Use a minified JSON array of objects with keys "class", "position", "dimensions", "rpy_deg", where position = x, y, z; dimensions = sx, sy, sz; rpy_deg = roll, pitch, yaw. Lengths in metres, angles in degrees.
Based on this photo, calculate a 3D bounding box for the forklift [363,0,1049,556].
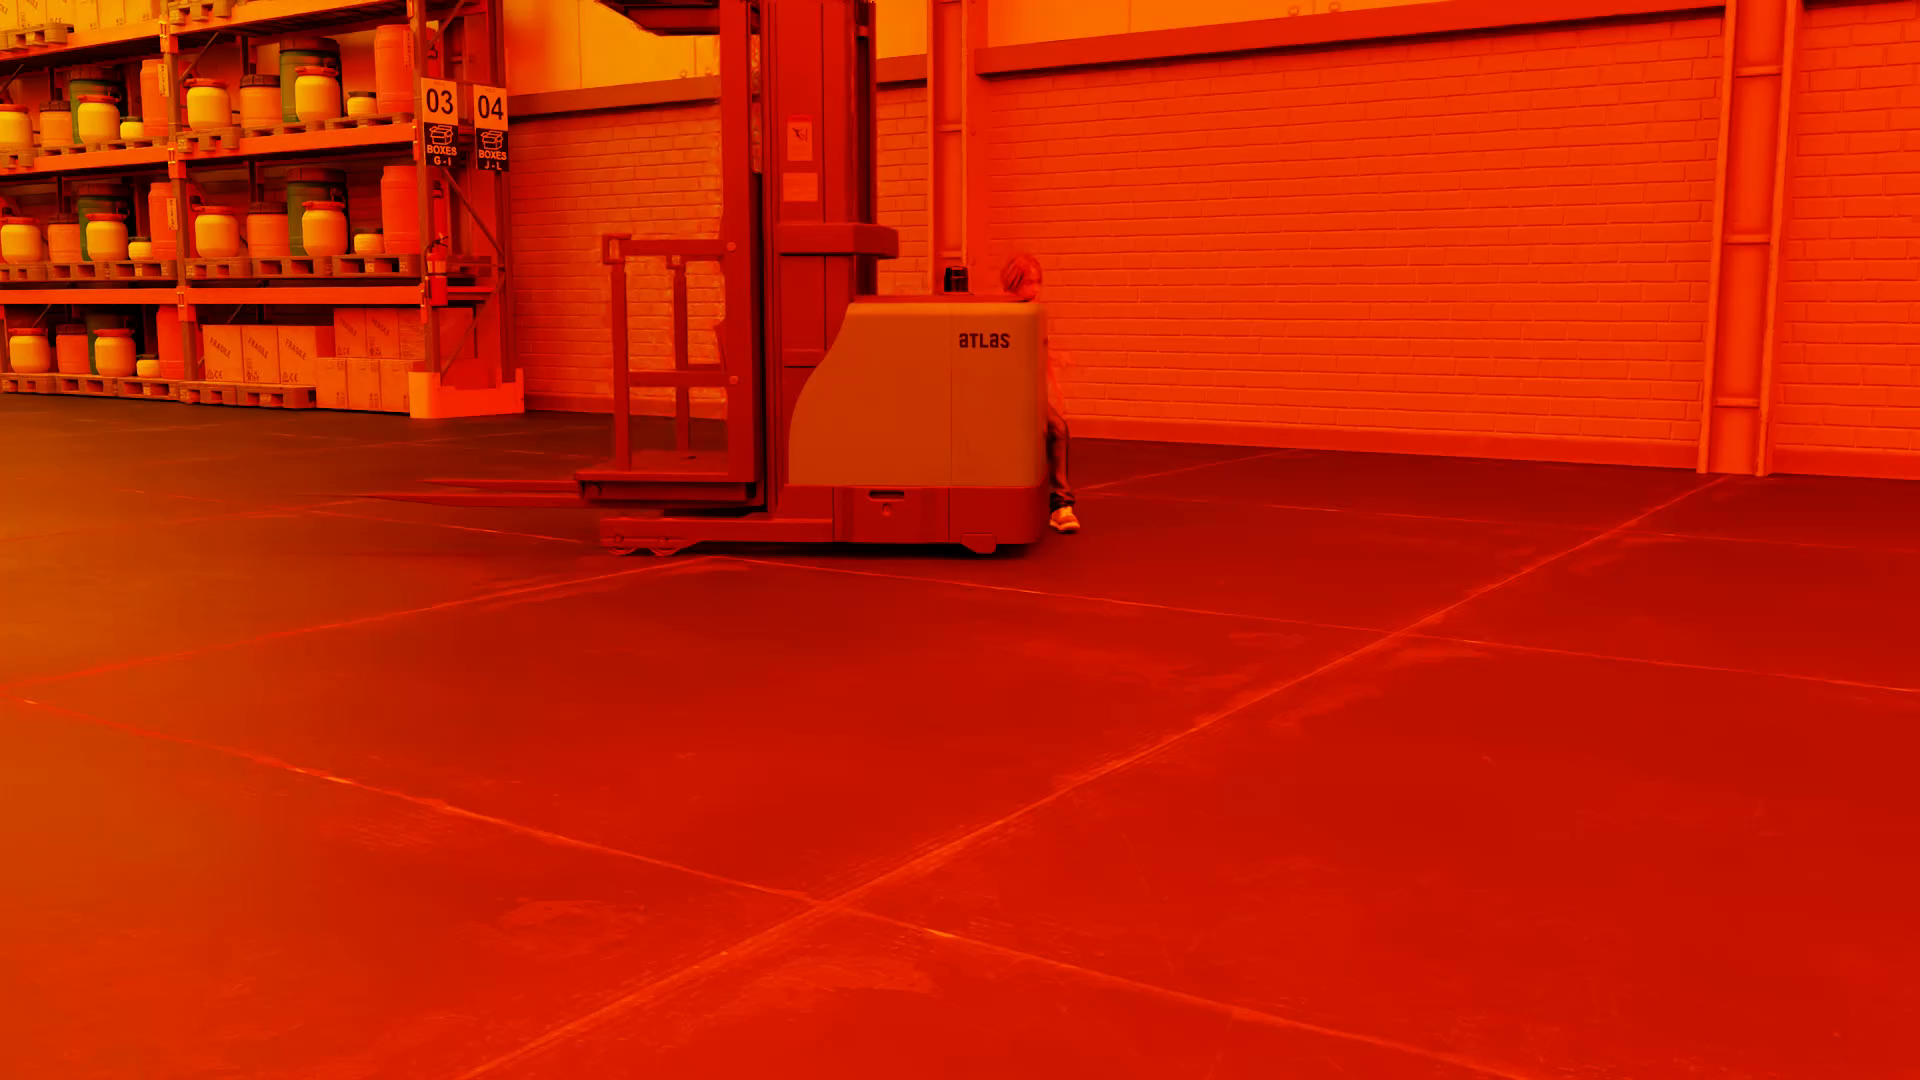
[{"class":"forklift","position":[-1.127,-1.455,7.423],"dimensions":[3.031,2.935,1.130],"rpy_deg":[1,8,5]}]

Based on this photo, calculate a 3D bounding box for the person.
[{"class":"person","position":[0.409,-0.716,8.127],"dimensions":[0.778,1.372,0.823],"rpy_deg":[-7,11,-40]}]
